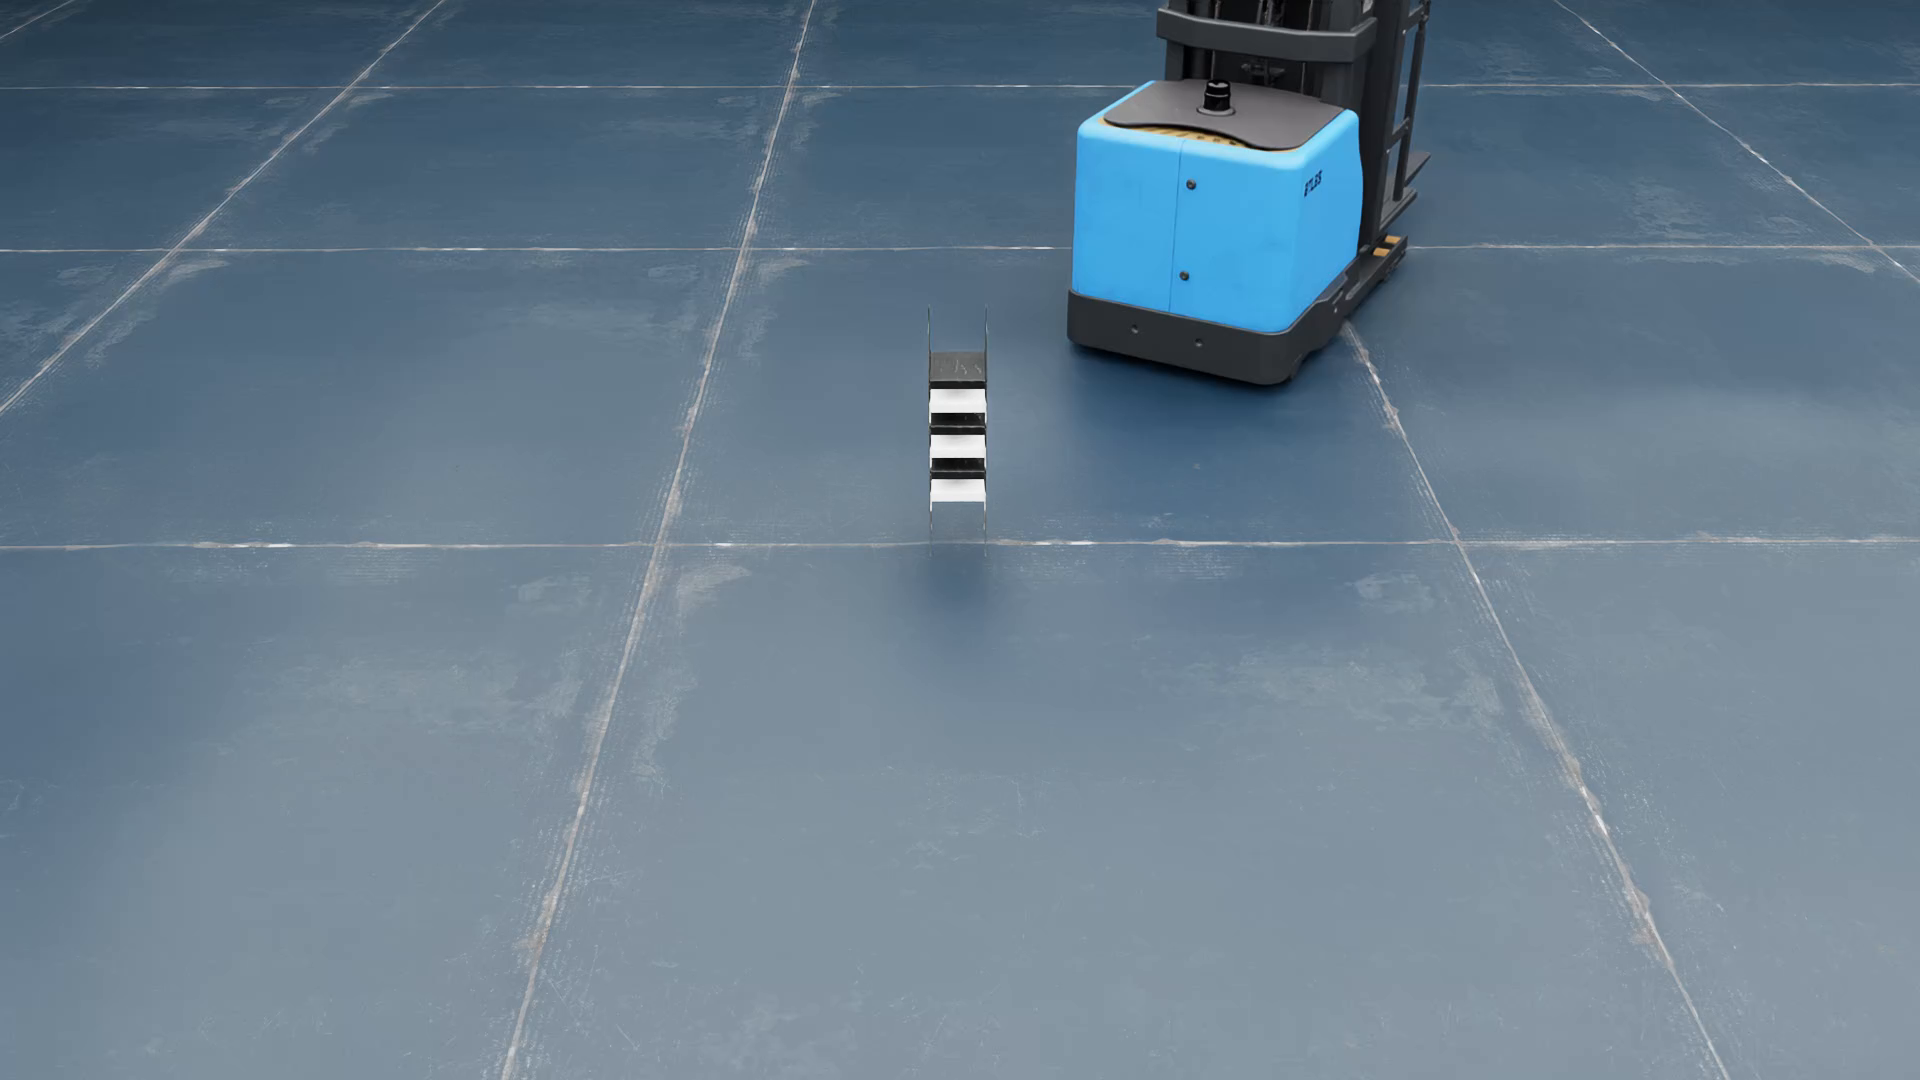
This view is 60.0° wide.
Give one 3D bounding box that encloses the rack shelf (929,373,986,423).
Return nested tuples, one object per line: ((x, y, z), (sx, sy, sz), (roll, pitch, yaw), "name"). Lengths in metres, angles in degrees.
((-0.008, -0.510, 5.940), (0.200, 0.077, 0.258), (0, 31, 0), "rack shelf")

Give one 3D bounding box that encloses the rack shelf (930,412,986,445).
((-0.008, -0.433, 5.987), (0.200, 0.077, 0.258), (0, 31, 0), "rack shelf")

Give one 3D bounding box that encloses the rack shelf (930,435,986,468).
((-0.008, -0.356, 6.034), (0.200, 0.077, 0.258), (0, 31, 0), "rack shelf")

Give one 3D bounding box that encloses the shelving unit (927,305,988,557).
((-0.008, -0.385, 6.017), (0.210, 0.900, 0.258), (0, 31, 0), "shelving unit")

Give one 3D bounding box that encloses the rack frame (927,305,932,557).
((-0.110, -0.384, 6.016), (0.006, 0.900, 0.240), (0, 31, 0), "rack frame")

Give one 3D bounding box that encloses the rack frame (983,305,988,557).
((0.094, -0.385, 6.017), (0.006, 0.900, 0.240), (0, 31, 0), "rack frame")

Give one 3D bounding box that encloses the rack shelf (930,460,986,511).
((-0.008, -0.202, 6.127), (0.200, 0.077, 0.258), (0, 31, 0), "rack shelf")

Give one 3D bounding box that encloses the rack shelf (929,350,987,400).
((-0.008, -0.587, 5.894), (0.200, 0.077, 0.258), (0, 31, 0), "rack shelf")

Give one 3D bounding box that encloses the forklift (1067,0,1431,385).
((1.645, -2.665, 7.817), (1.130, 2.935, 3.031), (16, 35, 24), "forklift")

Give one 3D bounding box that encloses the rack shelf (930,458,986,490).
((-0.008, -0.279, 6.081), (0.200, 0.077, 0.258), (0, 31, 0), "rack shelf")
